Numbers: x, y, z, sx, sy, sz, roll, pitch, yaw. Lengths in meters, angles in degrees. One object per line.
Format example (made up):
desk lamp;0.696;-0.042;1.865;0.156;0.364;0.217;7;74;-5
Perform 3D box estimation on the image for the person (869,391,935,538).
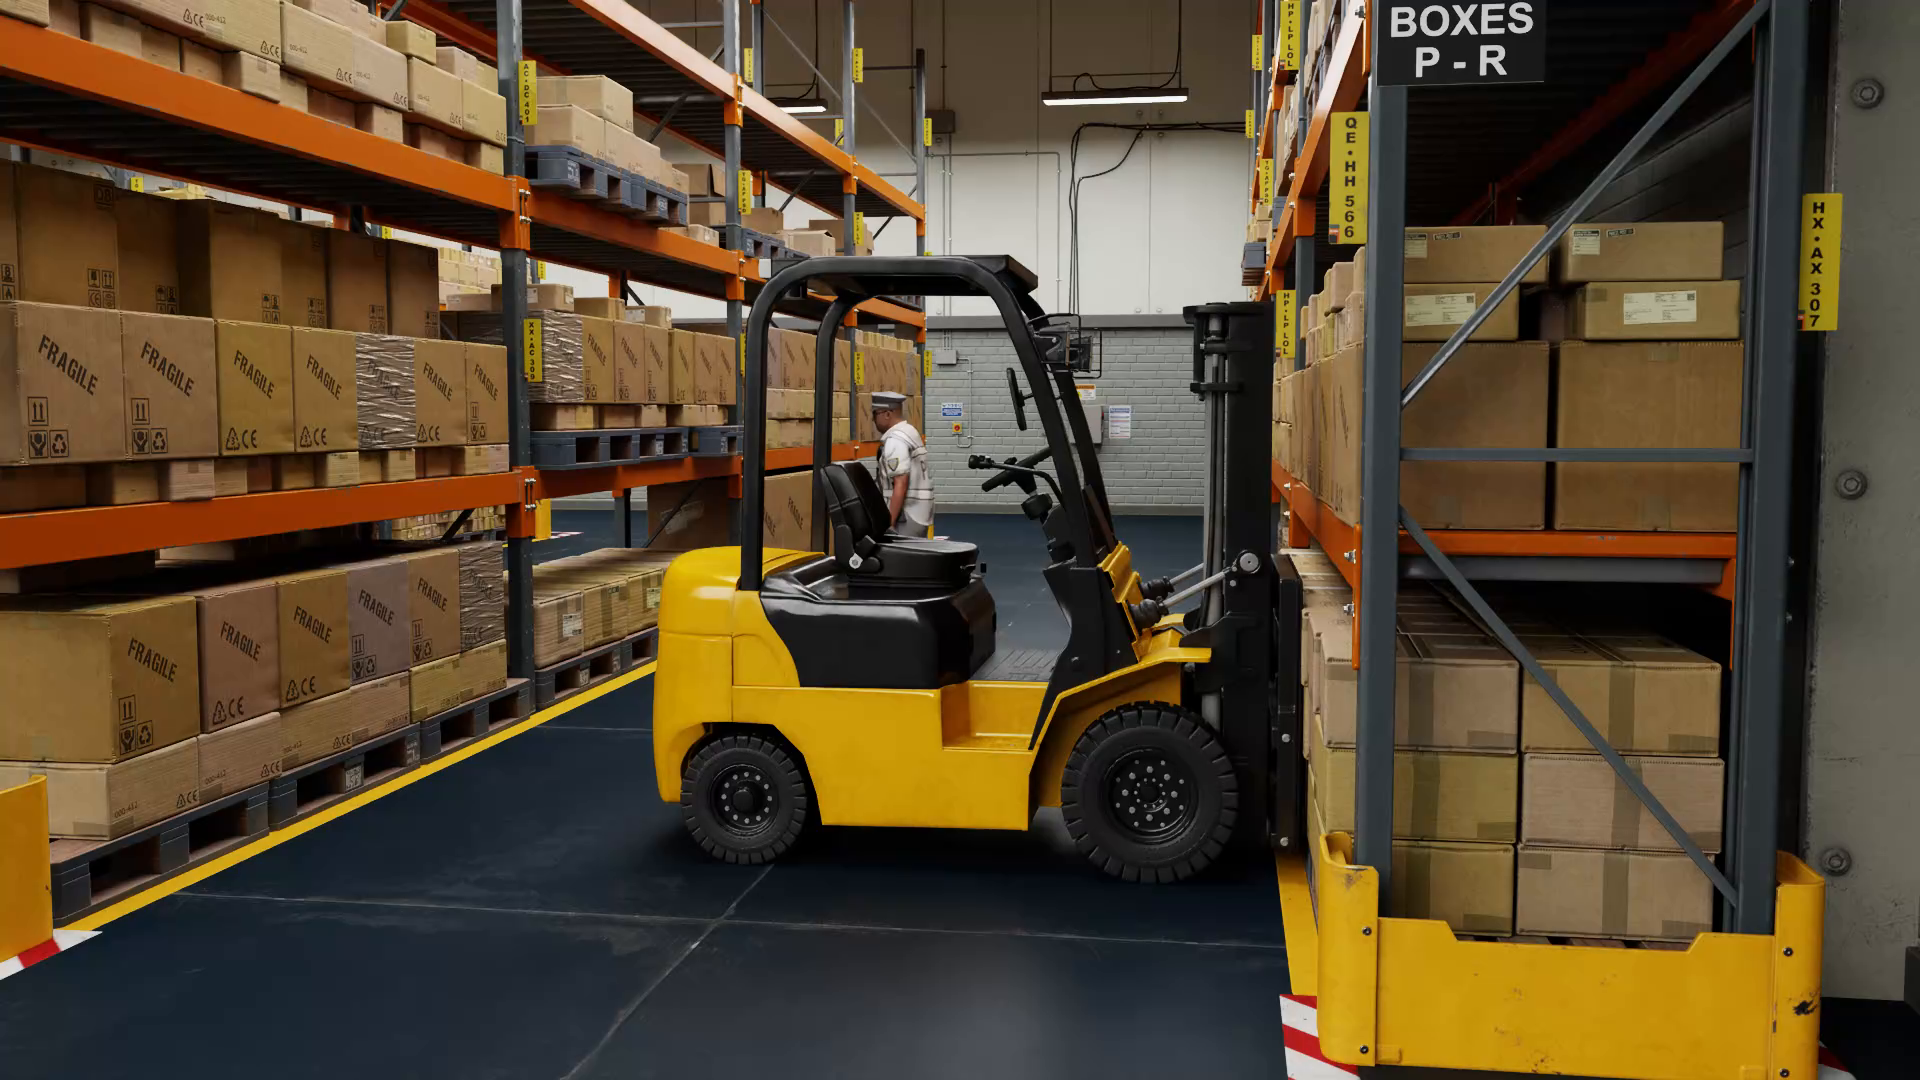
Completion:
person;-0.390;-0.121;11.143;0.435;1.748;0.593;1;4;8
